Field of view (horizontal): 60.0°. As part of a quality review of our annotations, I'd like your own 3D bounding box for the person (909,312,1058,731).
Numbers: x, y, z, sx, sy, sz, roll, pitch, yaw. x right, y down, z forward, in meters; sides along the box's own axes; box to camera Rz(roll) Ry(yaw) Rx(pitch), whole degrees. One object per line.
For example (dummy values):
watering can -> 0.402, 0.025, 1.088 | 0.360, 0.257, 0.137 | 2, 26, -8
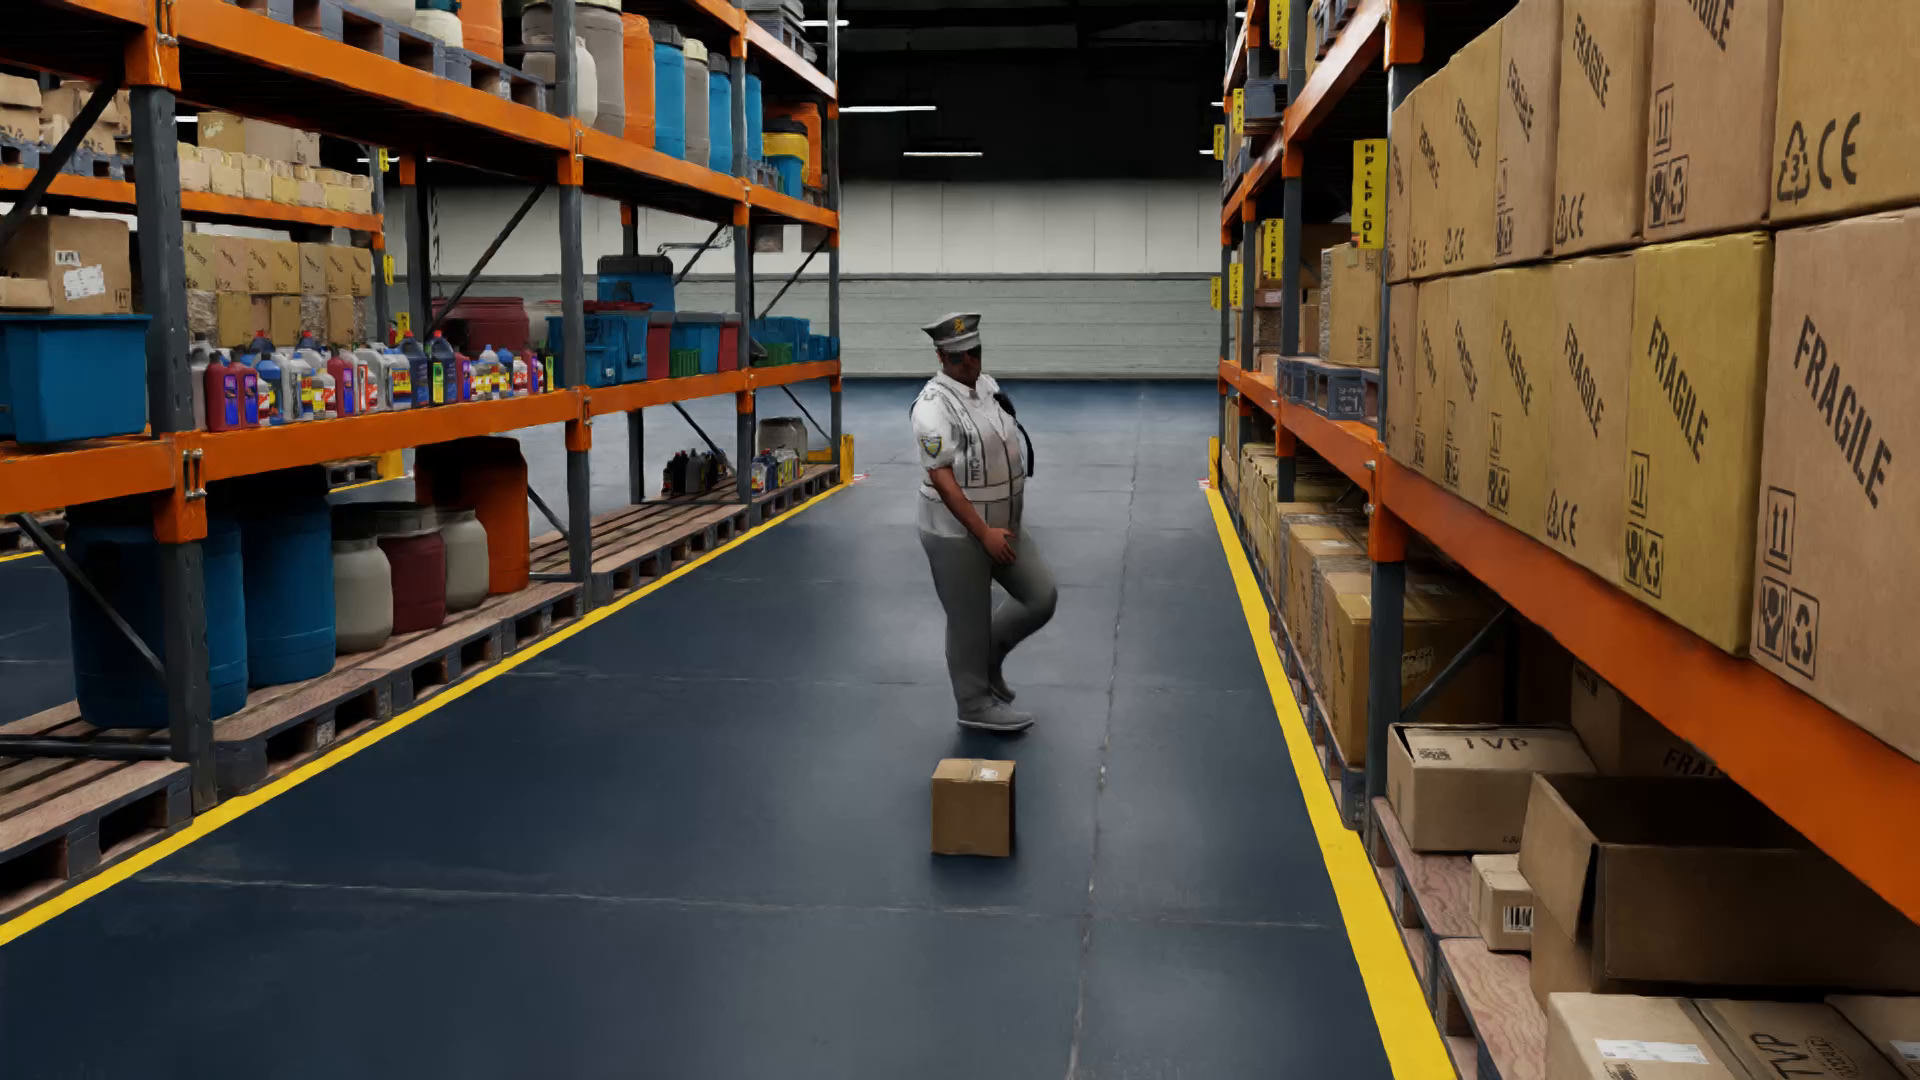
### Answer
person -> 0.100, -0.056, 6.700 | 0.487, 1.709, 0.752 | 5, 9, 32
